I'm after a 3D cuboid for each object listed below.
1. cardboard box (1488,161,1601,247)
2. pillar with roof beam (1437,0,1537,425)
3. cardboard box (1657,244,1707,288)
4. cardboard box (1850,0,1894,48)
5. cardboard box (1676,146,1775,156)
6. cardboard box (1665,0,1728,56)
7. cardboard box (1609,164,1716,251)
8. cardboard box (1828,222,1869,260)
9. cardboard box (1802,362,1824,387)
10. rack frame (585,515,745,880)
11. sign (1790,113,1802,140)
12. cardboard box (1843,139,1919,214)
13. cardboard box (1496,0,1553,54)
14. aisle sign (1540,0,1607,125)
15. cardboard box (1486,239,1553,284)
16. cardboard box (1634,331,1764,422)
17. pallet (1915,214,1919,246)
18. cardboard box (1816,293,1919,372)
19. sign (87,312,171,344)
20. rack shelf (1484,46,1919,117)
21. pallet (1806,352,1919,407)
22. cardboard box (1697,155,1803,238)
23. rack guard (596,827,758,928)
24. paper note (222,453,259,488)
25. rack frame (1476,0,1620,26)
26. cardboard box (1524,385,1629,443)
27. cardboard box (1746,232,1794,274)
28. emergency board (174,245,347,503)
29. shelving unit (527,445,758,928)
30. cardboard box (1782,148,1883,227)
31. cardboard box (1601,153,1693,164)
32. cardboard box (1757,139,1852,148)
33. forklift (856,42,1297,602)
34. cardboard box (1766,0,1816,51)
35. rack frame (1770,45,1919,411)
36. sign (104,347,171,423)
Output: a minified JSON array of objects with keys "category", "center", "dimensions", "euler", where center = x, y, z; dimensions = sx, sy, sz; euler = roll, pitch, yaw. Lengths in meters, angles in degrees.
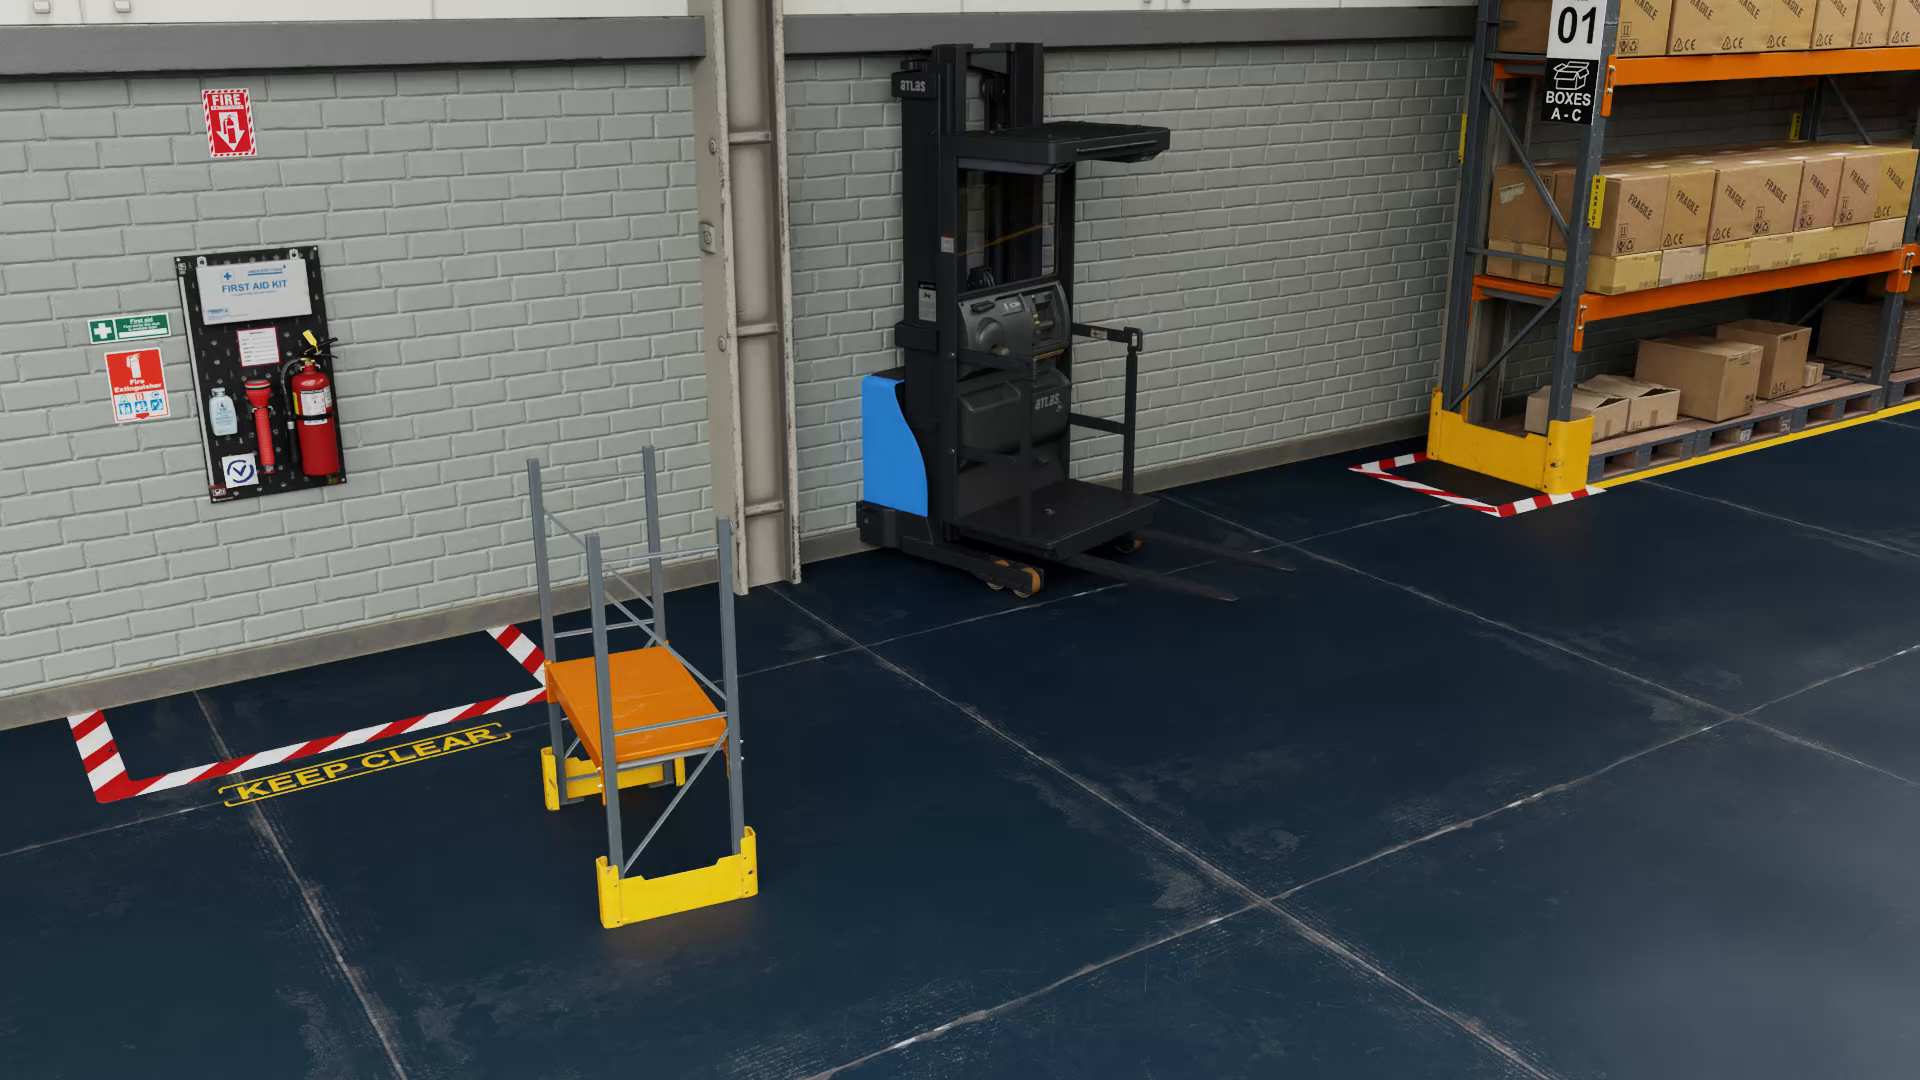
[{"category":"cardboard box","center":[4.025,-2.321,11.460],"dimensions":[0.500,0.500,0.500],"euler":[-12,22,-32]},{"category":"pillar with roof beam","center":[6.224,-3.933,7.827],"dimensions":[0.400,9.000,9.100],"euler":[-12,22,-31]},{"category":"cardboard box","center":[4.756,-1.922,11.451],"dimensions":[0.500,0.250,0.500],"euler":[-13,22,-33]},{"category":"cardboard box","center":[6.373,-3.829,12.017],"dimensions":[0.500,0.500,0.500],"euler":[-14,23,-36]},{"category":"cardboard box","center":[5.728,-2.683,12.528],"dimensions":[0.500,0.500,0.500],"euler":[-11,22,-30]},{"category":"cardboard box","center":[4.633,-3.443,10.873],"dimensions":[0.500,0.500,0.500],"euler":[-10,21,-28]},{"category":"cardboard box","center":[4.730,-2.270,11.306],"dimensions":[0.500,0.500,0.500],"euler":[-12,22,-31]},{"category":"cardboard box","center":[6.439,-2.281,12.510],"dimensions":[0.500,0.250,0.500],"euler":[-12,22,-31]},{"category":"cardboard box","center":[6.658,-1.356,13.310],"dimensions":[0.250,0.166,0.380],"euler":[-16,24,-38]},{"category":"rack frame","center":[-1.035,0.661,5.947],"dimensions":[0.500,1.500,0.032],"euler":[-8,20,-23]},{"category":"sign","center":[6.780,-3.289,13.481],"dimensions":[0.005,0.325,0.100],"euler":[-12,22,-31]},{"category":"cardboard box","center":[7.532,-2.929,13.381],"dimensions":[0.500,0.500,0.700],"euler":[-12,22,-31]},{"category":"cardboard box","center":[3.957,-3.507,11.063],"dimensions":[0.500,0.500,0.500],"euler":[-10,21,-28]},{"category":"aisle sign","center":[3.853,-3.026,10.454],"dimensions":[0.004,0.787,0.394],"euler":[-12,22,-31]},{"category":"cardboard box","center":[4.032,-1.960,11.563],"dimensions":[0.500,0.250,0.500],"euler":[-12,22,-31]},{"category":"cardboard box","center":[5.491,-1.226,12.404],"dimensions":[0.500,0.500,0.700],"euler":[-14,23,-35]},{"category":"pallet","center":[7.807,-2.597,13.543],"dimensions":[1.213,0.211,1.003],"euler":[-12,22,-31]},{"category":"cardboard box","center":[7.694,-1.751,13.956],"dimensions":[0.500,0.500,0.700],"euler":[-11,22,-30]},{"category":"sign","center":[-3.749,-0.957,7.509],"dimensions":[0.331,0.109,0.001],"euler":[-12,22,-31]},{"category":"rack shelf","center":[5.418,-3.320,11.822],"dimensions":[4.000,0.370,1.077],"euler":[-12,22,-31]},{"category":"pallet","center":[7.738,-1.409,14.083],"dimensions":[1.213,0.211,1.003],"euler":[-12,22,-31]},{"category":"cardboard box","center":[5.590,-2.453,11.849],"dimensions":[0.500,0.500,0.500],"euler":[-11,22,-30]},{"category":"rack guard","center":[-1.043,1.248,6.164],"dimensions":[0.587,0.250,0.087],"euler":[-8,20,-23]},{"category":"paper note","center":[-3.425,-0.330,7.914],"dimensions":[0.142,0.148,0.016],"euler":[-12,22,-31]},{"category":"rack frame","center":[3.748,-4.730,10.184],"dimensions":[0.127,3.000,1.000],"euler":[-12,22,-31]},{"category":"cardboard box","center":[4.375,-0.920,11.794],"dimensions":[0.500,0.311,0.500],"euler":[-15,24,-37]},{"category":"cardboard box","center":[5.608,-2.099,11.973],"dimensions":[0.500,0.250,0.500],"euler":[-12,22,-31]},{"category":"emergency board","center":[-3.239,-0.761,7.811],"dimensions":[0.643,1.169,0.194],"euler":[-12,22,-31]},{"category":"shelving unit","center":[-1.251,0.511,6.393],"dimensions":[0.587,1.500,1.083],"euler":[-8,20,-23]},{"category":"cardboard box","center":[6.450,-2.631,12.374],"dimensions":[0.500,0.500,0.500],"euler":[-12,22,-32]},{"category":"cardboard box","center":[4.880,-2.500,11.987],"dimensions":[0.500,0.500,0.500],"euler":[-13,22,-33]},{"category":"cardboard box","center":[6.581,-2.859,13.050],"dimensions":[0.500,0.500,0.500],"euler":[-13,22,-33]},{"category":"forklift","center":[0.478,-1.258,9.390],"dimensions":[3.031,2.935,1.130],"euler":[15,24,38]},{"category":"cardboard box","center":[5.500,-3.635,11.443],"dimensions":[0.500,0.500,0.500],"euler":[-10,21,-28]},{"category":"rack frame","center":[7.088,-2.592,13.229],"dimensions":[0.127,3.000,1.000],"euler":[-12,22,-31]},{"category":"sign","center":[-3.758,-0.708,7.599],"dimensions":[0.234,0.329,0.001],"euler":[-12,22,-31]}]
